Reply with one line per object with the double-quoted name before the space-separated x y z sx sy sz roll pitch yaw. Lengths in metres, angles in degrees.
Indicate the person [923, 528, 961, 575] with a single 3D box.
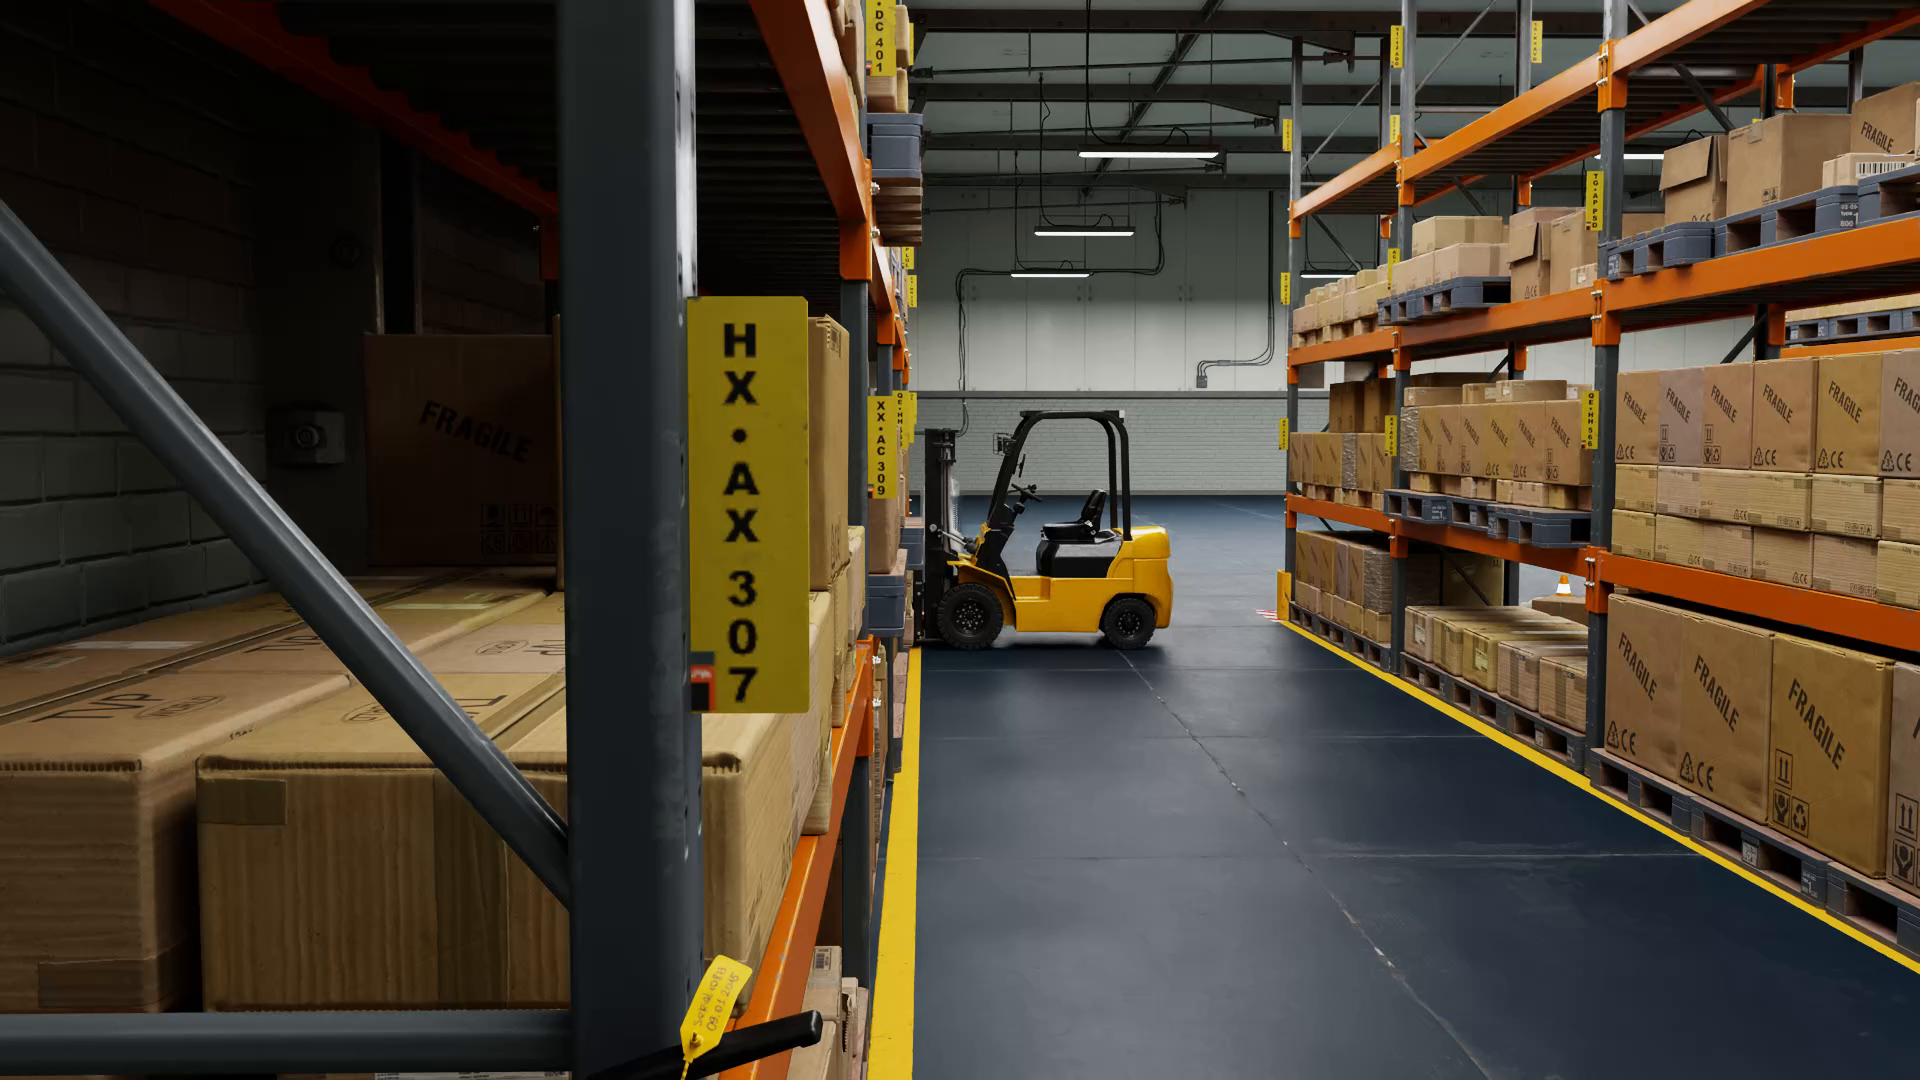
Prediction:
"person" -0.220 0.197 19.827 0.492 0.946 0.850 0 4 -2
